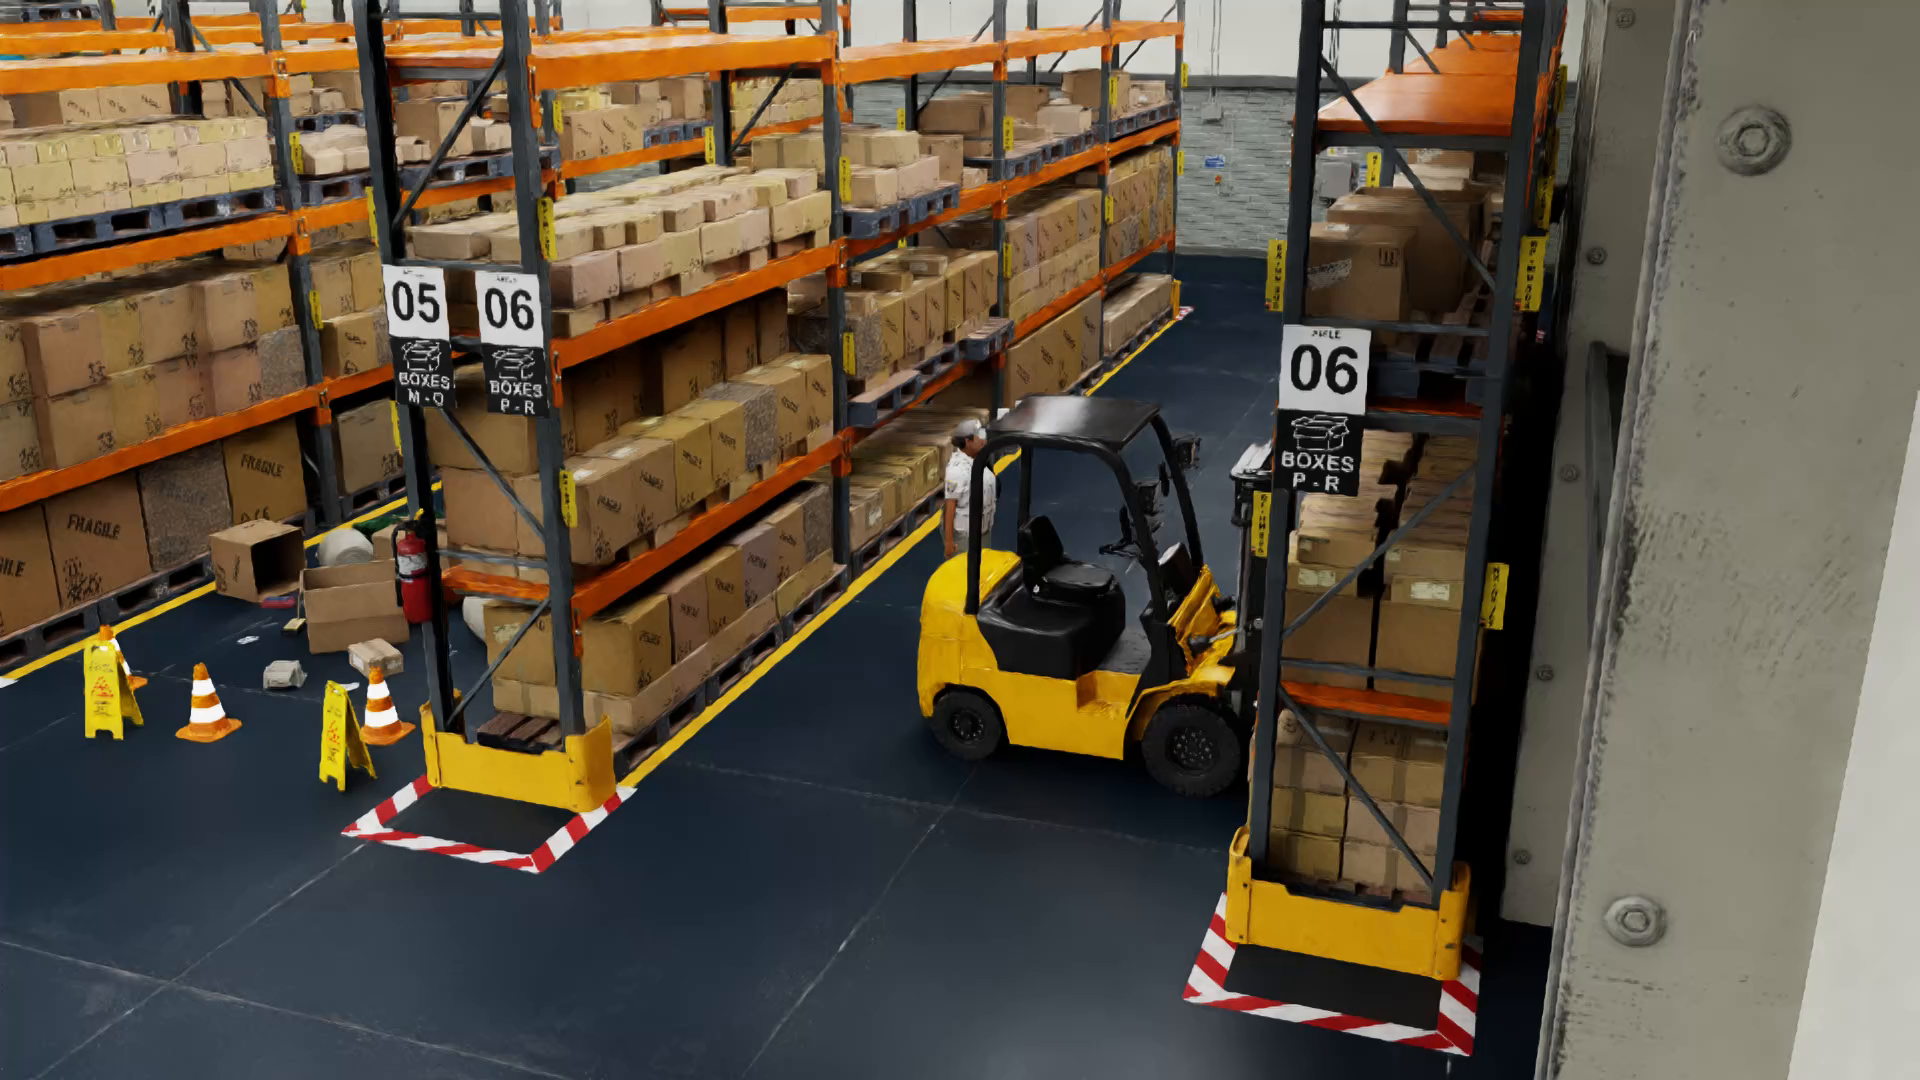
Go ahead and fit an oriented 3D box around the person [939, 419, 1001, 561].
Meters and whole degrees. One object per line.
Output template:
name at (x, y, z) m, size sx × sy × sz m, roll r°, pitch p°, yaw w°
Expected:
person at (0.073, -0.075, 12.229) m, size 0.434 × 1.667 × 0.579 m, roll 8°, pitch 20°, yaw 22°
